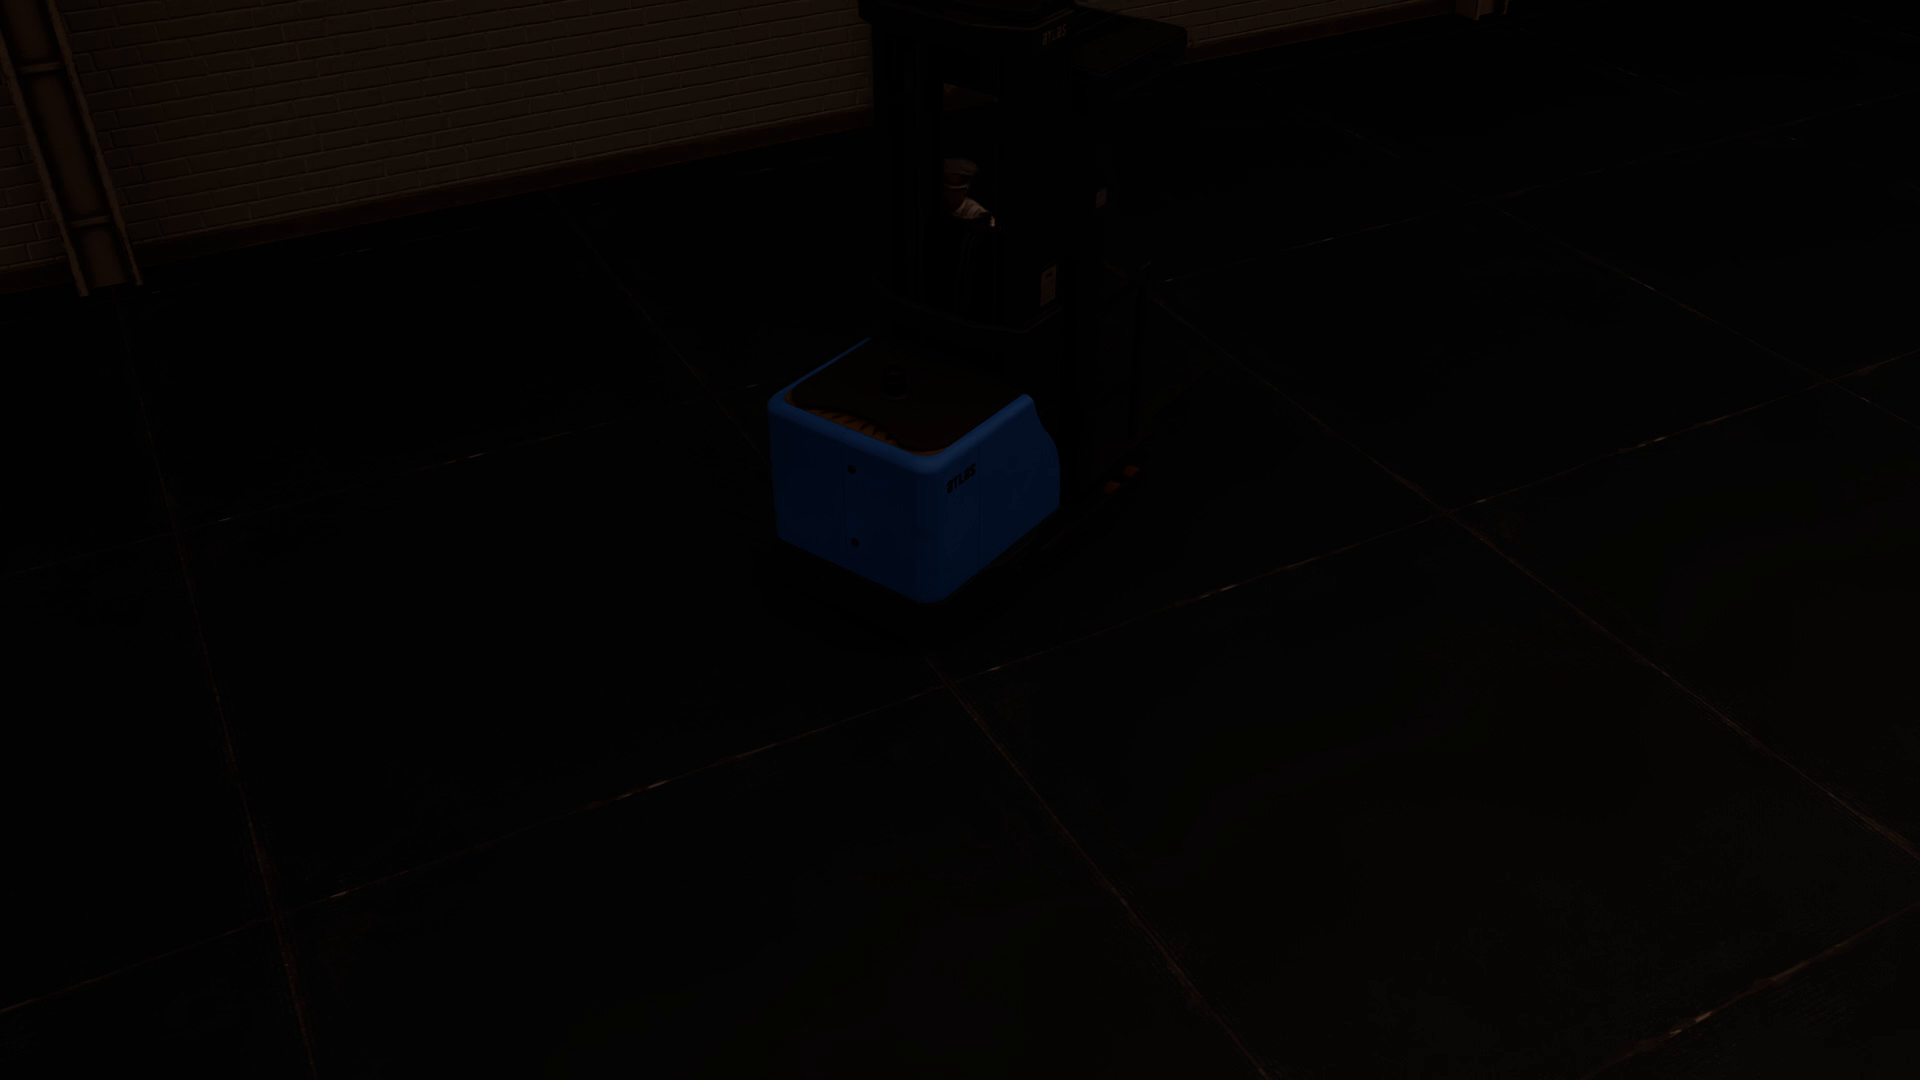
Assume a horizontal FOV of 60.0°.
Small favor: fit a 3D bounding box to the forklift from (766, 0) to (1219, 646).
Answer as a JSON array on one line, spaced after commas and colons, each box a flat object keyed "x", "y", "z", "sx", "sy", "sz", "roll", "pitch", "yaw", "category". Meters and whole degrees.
[{"x": 0.359, "y": -1.496, "z": 8.239, "sx": 1.130, "sy": 2.935, "sz": 3.031, "roll": 23, "pitch": 41, "yaw": 29, "category": "forklift"}]

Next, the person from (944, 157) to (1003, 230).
[{"x": 0.002, "y": -1.346, "z": 9.169, "sx": 0.802, "sy": 1.635, "sz": 0.421, "roll": 15, "pitch": 38, "yaw": 20, "category": "person"}]
